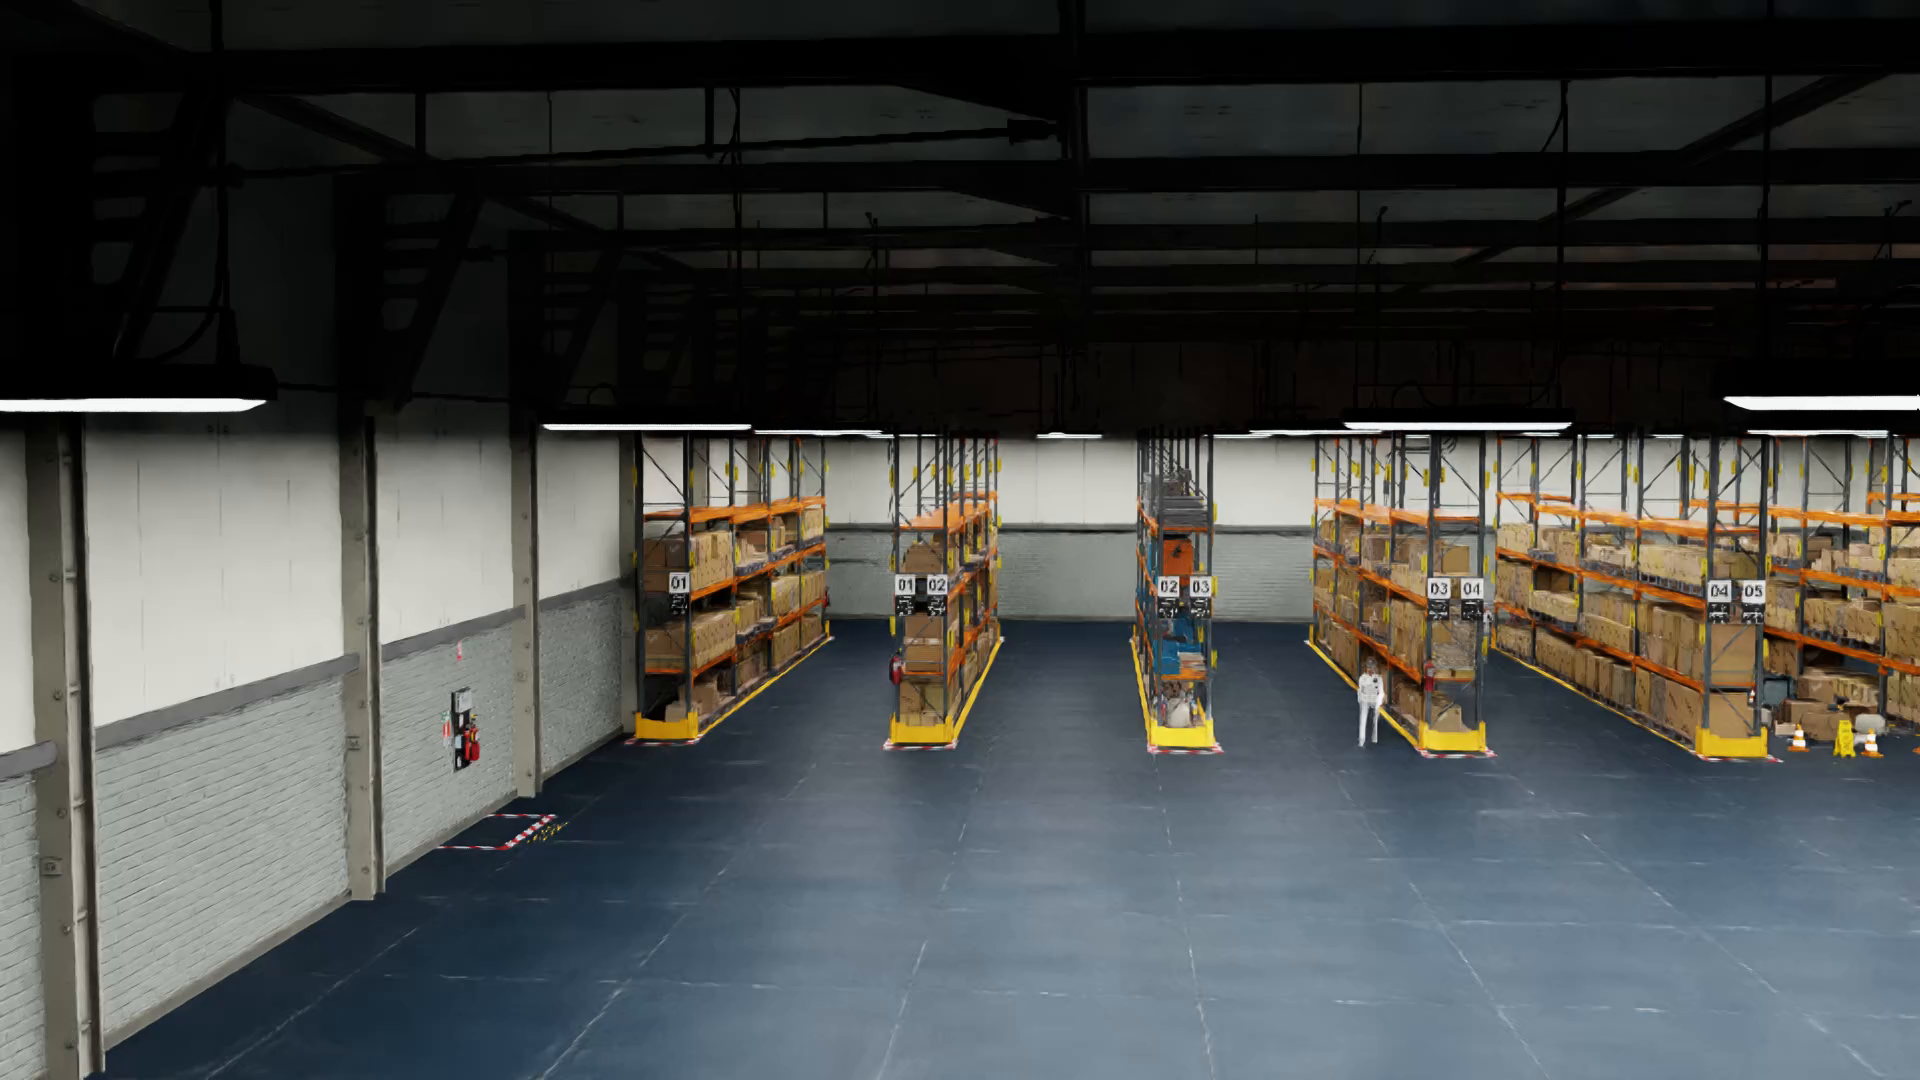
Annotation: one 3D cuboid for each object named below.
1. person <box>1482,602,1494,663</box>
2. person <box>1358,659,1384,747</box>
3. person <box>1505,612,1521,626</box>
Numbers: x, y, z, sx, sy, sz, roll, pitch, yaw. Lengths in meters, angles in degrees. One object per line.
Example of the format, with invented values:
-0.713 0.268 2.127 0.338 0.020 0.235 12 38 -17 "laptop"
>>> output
13.362 2.369 42.566 0.625 1.611 0.582 0 3 3 "person"
7.668 3.023 31.061 0.478 1.619 0.985 1 4 16 "person"
16.339 1.942 49.193 0.654 1.662 0.474 -3 4 -38 "person"
